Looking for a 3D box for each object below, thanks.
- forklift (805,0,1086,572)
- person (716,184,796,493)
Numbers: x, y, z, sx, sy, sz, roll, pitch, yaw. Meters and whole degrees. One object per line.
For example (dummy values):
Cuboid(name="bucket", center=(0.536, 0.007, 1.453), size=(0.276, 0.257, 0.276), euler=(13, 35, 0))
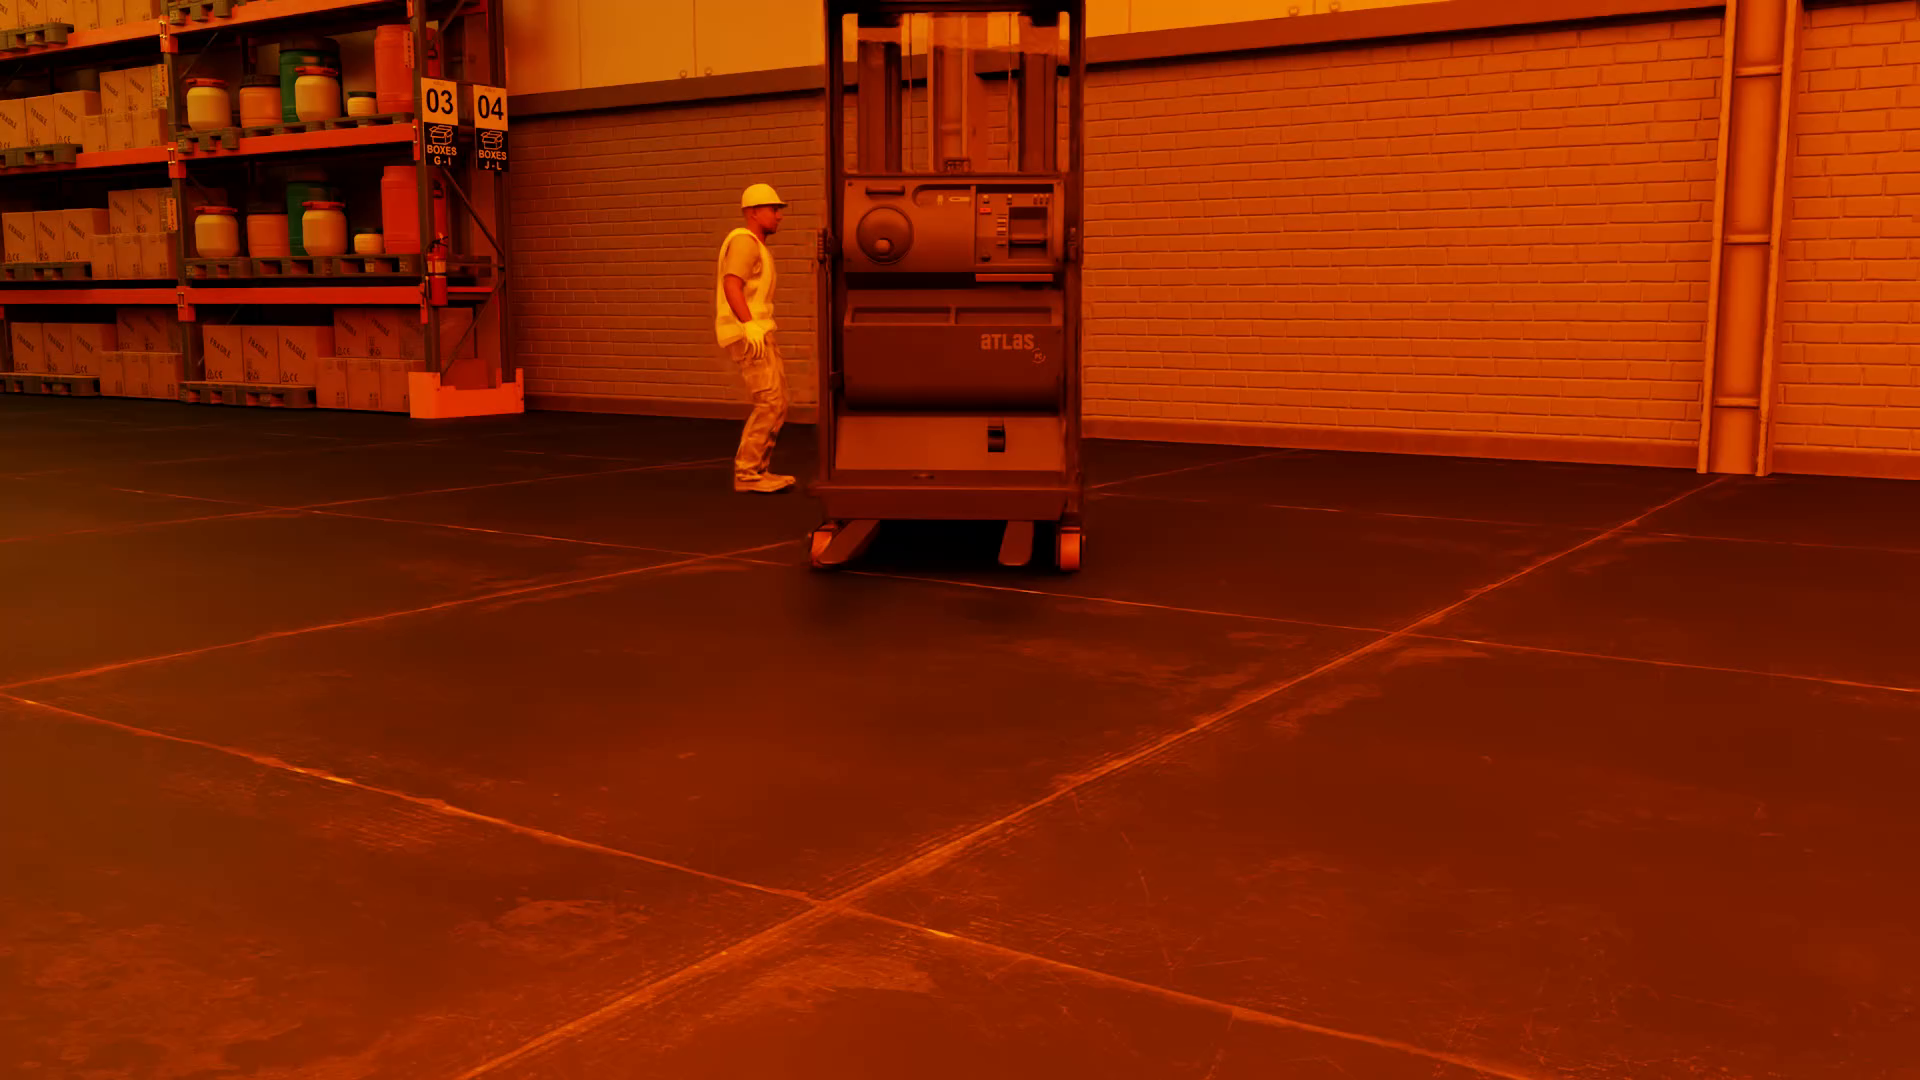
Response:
Cuboid(name="forklift", center=(-0.037, -1.365, 6.794), size=(1.130, 2.935, 3.031), euler=(0, 8, 3))
Cuboid(name="person", center=(-1.178, -1.147, 9.515), size=(0.415, 1.753, 0.731), euler=(0, 8, 3))
